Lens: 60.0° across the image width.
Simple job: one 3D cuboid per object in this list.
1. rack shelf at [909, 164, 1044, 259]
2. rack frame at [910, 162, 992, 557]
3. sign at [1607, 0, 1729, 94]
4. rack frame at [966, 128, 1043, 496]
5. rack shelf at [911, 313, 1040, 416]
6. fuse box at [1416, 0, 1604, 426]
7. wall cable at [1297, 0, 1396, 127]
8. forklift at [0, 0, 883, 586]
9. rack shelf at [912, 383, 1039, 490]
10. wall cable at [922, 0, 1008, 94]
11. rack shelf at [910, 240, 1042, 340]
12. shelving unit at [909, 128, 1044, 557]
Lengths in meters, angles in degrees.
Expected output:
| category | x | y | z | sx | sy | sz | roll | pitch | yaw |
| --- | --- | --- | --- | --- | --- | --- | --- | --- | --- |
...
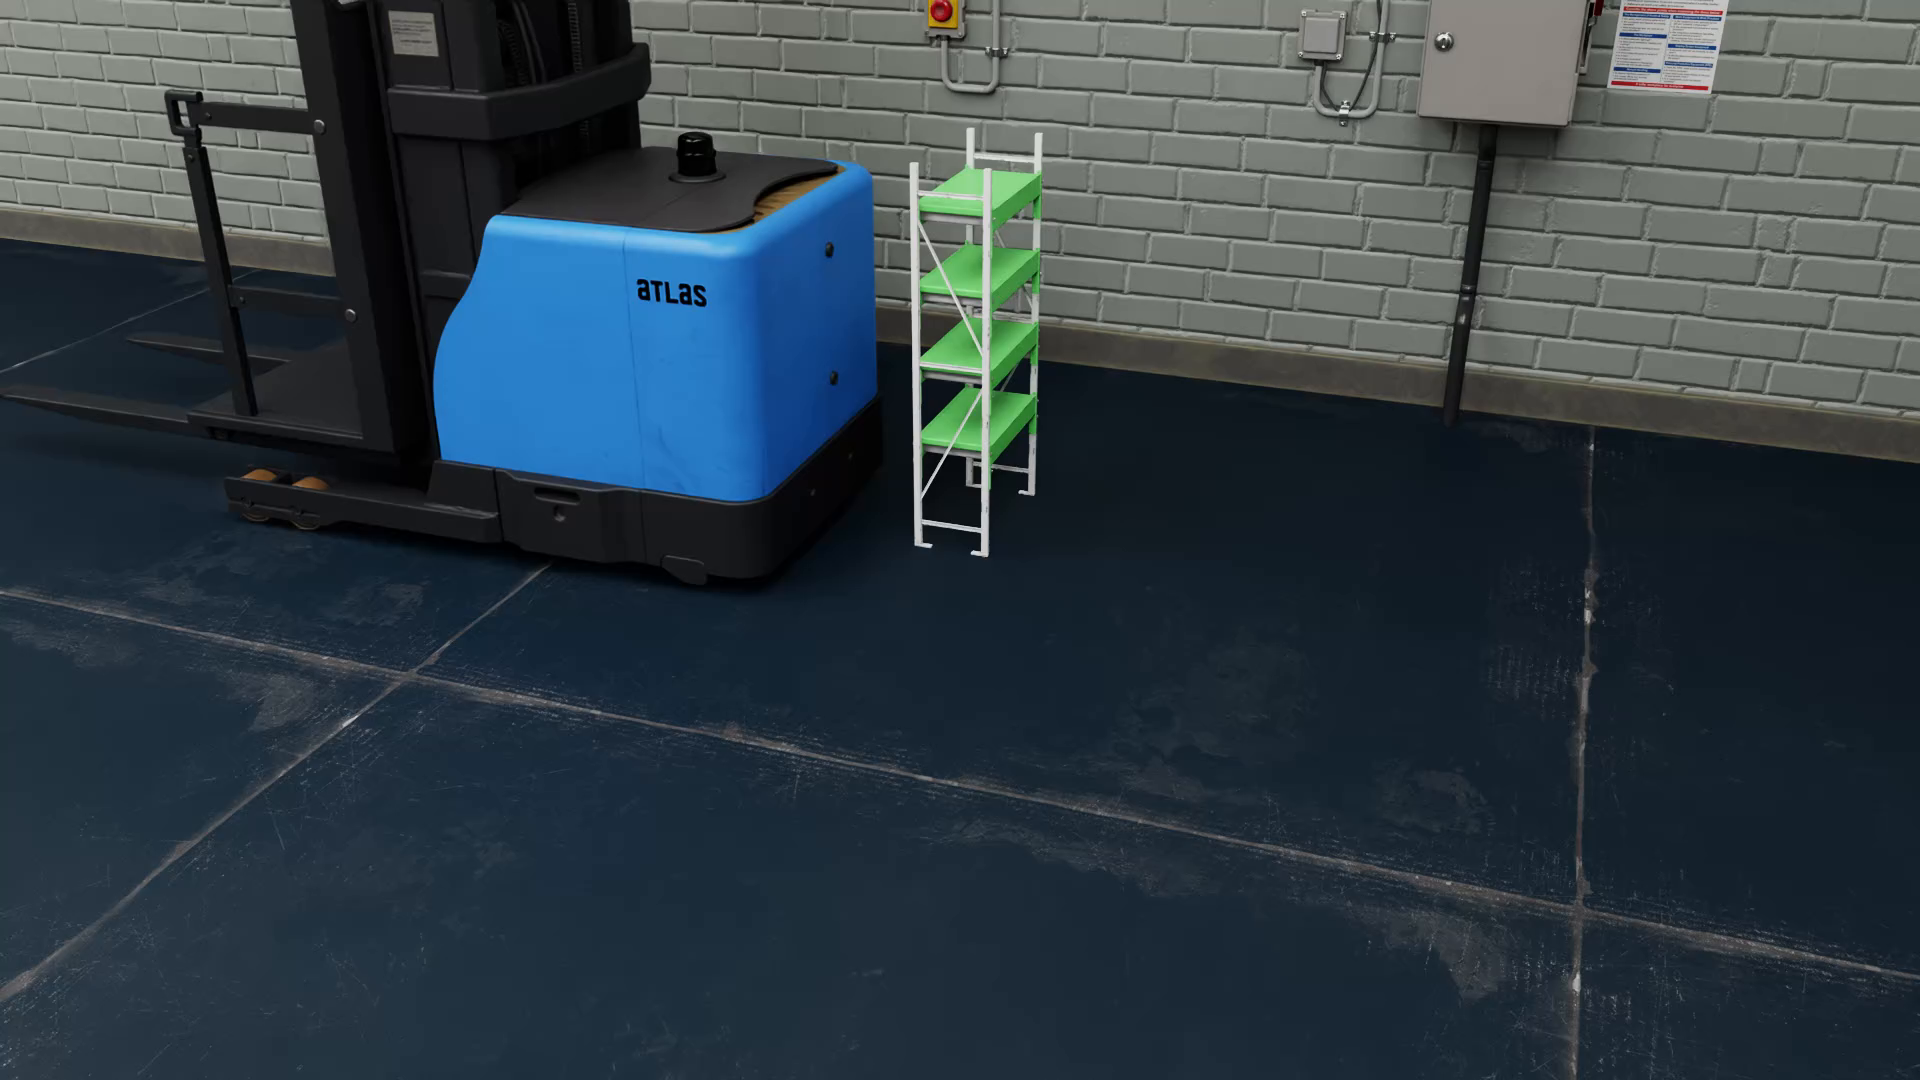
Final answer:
| category | x | y | z | sx | sy | sz | roll | pitch | yaw |
| --- | --- | --- | --- | --- | --- | --- | --- | --- | --- |
| rack shelf | 0.055 | -0.983 | 4.948 | 0.258 | 0.148 | 0.480 | 9 | 27 | 17 |
| rack frame | -0.026 | -0.508 | 4.922 | 0.240 | 1.200 | 0.015 | 9 | 27 | 17 |
| sign | 2.357 | -1.738 | 5.506 | 0.329 | 0.494 | 0.001 | 9 | 27 | 17 |
| rack frame | 0.136 | -0.708 | 5.336 | 0.240 | 1.200 | 0.015 | 9 | 27 | 17 |
| rack shelf | 0.055 | -0.551 | 5.157 | 0.258 | 0.148 | 0.480 | 9 | 27 | 17 |
| fuse box | 1.823 | -1.187 | 5.739 | 0.539 | 1.711 | 0.414 | 9 | 27 | 17 |
| wall cable | 1.232 | -2.388 | 5.574 | 0.588 | 1.984 | 0.122 | 9 | 27 | 17 |
| forklift | -1.835 | -1.557 | 5.103 | 3.031 | 2.935 | 1.130 | 8 | 27 | 17 |
| rack shelf | 0.055 | -0.335 | 5.261 | 0.258 | 0.148 | 0.480 | 9 | 27 | 17 |
| wall cable | -0.110 | -2.603 | 5.983 | 0.585 | 1.953 | 0.123 | 9 | 27 | 17 |
| rack shelf | 0.055 | -0.767 | 5.052 | 0.258 | 0.148 | 0.480 | 9 | 27 | 17 |
| shelving unit | 0.055 | -0.608 | 5.129 | 0.258 | 1.200 | 0.503 | 9 | 27 | 17 |
